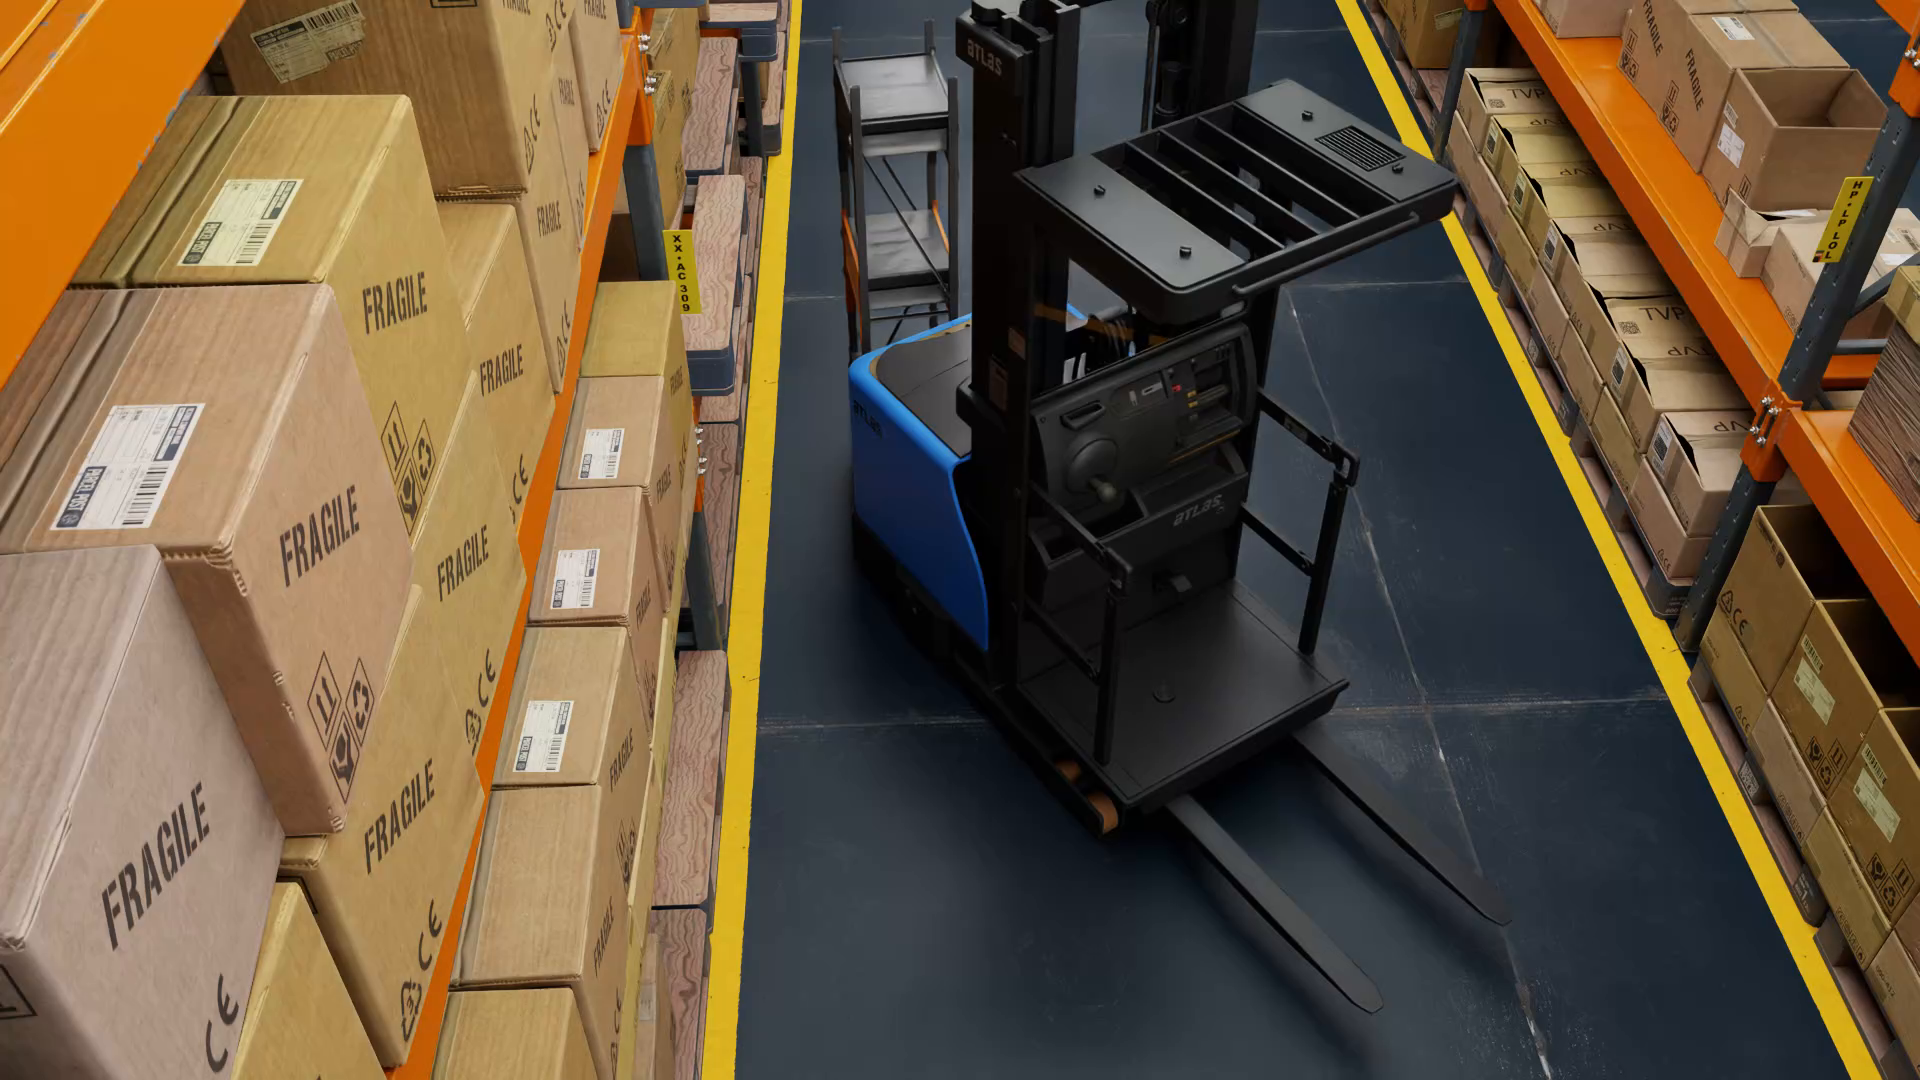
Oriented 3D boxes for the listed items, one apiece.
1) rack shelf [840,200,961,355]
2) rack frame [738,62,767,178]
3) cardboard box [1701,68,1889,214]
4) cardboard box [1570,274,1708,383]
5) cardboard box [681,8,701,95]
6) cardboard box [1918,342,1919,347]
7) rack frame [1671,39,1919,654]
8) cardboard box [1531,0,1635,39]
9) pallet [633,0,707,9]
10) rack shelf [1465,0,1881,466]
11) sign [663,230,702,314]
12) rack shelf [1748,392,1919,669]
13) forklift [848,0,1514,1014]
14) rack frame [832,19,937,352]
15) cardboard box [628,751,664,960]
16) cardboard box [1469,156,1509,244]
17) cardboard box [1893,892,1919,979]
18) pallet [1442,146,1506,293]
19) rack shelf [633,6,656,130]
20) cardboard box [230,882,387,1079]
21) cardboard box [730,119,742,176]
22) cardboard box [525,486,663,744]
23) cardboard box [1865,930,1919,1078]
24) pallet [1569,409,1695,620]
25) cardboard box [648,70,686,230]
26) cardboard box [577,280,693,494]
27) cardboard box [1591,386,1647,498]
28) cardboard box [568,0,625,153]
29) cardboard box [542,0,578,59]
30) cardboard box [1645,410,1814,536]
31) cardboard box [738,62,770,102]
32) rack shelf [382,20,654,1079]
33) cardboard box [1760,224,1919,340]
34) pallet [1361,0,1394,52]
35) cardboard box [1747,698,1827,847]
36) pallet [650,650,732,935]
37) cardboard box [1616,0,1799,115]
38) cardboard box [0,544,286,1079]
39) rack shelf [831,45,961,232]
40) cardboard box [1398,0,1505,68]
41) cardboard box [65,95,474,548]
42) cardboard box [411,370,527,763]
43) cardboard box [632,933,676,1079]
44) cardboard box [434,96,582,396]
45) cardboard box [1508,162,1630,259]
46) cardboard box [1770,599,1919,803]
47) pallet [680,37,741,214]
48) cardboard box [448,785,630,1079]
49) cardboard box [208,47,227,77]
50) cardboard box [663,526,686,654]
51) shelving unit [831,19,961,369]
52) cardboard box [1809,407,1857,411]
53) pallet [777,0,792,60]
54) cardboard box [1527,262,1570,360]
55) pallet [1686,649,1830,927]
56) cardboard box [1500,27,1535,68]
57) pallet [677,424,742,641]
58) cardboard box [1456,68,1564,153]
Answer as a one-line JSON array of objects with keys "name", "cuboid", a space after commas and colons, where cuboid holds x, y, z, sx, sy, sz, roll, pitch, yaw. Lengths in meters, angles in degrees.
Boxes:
[{"name": "rack shelf", "cuboid": [-0.254, -1.068, 7.031, 0.431, 0.518, 0.480, -7, 43, -8]}, {"name": "rack frame", "cuboid": [-1.633, -3.245, 8.720, 1.000, 3.000, 0.127, -2, 43, -2]}, {"name": "cardboard box", "cuboid": [3.447, -1.601, 6.852, 0.500, 0.500, 0.500, 1, 43, 1]}, {"name": "cardboard box", "cuboid": [3.135, -0.990, 7.569, 0.500, 0.311, 0.500, -2, 43, -2]}, {"name": "cardboard box", "cuboid": [-1.528, -2.287, 7.275, 0.700, 0.500, 0.500, -2, 43, -2]}, {"name": "cardboard box", "cuboid": [3.315, -0.609, 5.290, 0.380, 0.149, 0.250, -1, 43, -1]}, {"name": "rack frame", "cuboid": [3.486, -0.689, 5.932, 1.000, 3.000, 0.127, -2, 43, -2]}, {"name": "cardboard box", "cuboid": [3.161, -2.747, 8.243, 0.500, 0.311, 0.500, -2, 43, -2]}, {"name": "pallet", "cuboid": [-1.383, -2.001, 5.282, 1.213, 0.211, 1.003, -2, 43, -2]}, {"name": "rack shelf", "cuboid": [3.401, -1.774, 7.648, 1.077, 0.370, 4.000, -2, 43, -2]}, {"name": "sign", "cuboid": [-0.921, -0.884, 5.504, 0.100, 0.325, 0.005, -2, 43, -2]}, {"name": "rack shelf", "cuboid": [3.571, 0.926, 4.702, 1.077, 0.370, 4.000, -2, 43, -2]}, {"name": "forklift", "cuboid": [0.773, -0.354, 5.617, 1.130, 2.935, 3.031, -24, 48, -24]}, {"name": "rack frame", "cuboid": [-0.300, -1.240, 7.198, 0.400, 2.100, 0.015, -7, 43, -8]}, {"name": "cardboard box", "cuboid": [-1.068, 0.830, 4.371, 0.500, 0.250, 0.500, -1, 43, -1]}, {"name": "cardboard box", "cuboid": [3.067, -1.830, 8.900, 0.500, 0.250, 0.500, -3, 43, -3]}, {"name": "cardboard box", "cuboid": [3.259, 1.228, 5.010, 0.500, 0.500, 0.500, -2, 43, -2]}, {"name": "pallet", "cuboid": [3.312, -1.805, 9.212, 1.003, 0.211, 1.213, -2, 43, -2]}, {"name": "rack shelf", "cuboid": [-1.548, -2.735, 6.476, 1.077, 0.370, 4.000, -2, 43, -2]}, {"name": "cardboard box", "cuboid": [-1.058, 0.773, 2.028, 0.500, 0.500, 0.500, -1, 43, -1]}, {"name": "cardboard box", "cuboid": [-1.550, -2.001, 8.887, 0.700, 0.500, 0.500, -1, 43, -1]}, {"name": "cardboard box", "cuboid": [-1.097, 0.214, 4.487, 0.500, 0.500, 0.500, -3, 43, -3]}, {"name": "cardboard box", "cuboid": [3.262, 1.504, 5.263, 0.500, 0.250, 0.500, -2, 43, -2]}, {"name": "pallet", "cuboid": [3.416, -0.158, 7.415, 1.003, 0.211, 1.213, -2, 43, -2]}, {"name": "cardboard box", "cuboid": [-1.467, -1.466, 6.379, 0.700, 0.500, 0.500, 2, 43, 3]}, {"name": "cardboard box", "cuboid": [-1.134, -0.463, 5.226, 0.500, 0.500, 0.500, -2, 43, -2]}, {"name": "cardboard box", "cuboid": [3.159, -0.444, 7.388, 0.500, 0.250, 0.500, -2, 43, -2]}, {"name": "cardboard box", "cuboid": [-1.195, -1.359, 4.354, 0.500, 0.500, 0.500, -1, 43, -1]}, {"name": "cardboard box", "cuboid": [-1.137, -1.361, 3.616, 0.500, 0.500, 0.500, 0, 43, 1]}, {"name": "cardboard box", "cuboid": [3.182, -0.302, 6.819, 0.500, 0.311, 0.500, -2, 43, -2]}, {"name": "cardboard box", "cuboid": [-1.533, -3.108, 9.850, 0.750, 0.750, 0.750, -2, 43, -2]}, {"name": "rack shelf", "cuboid": [-1.378, -0.035, 3.530, 1.077, 0.370, 4.000, -2, 43, -2]}, {"name": "cardboard box", "cuboid": [3.421, -0.965, 6.344, 0.500, 0.250, 0.500, 1, 43, 1]}, {"name": "pallet", "cuboid": [3.273, -3.688, 11.267, 1.003, 0.211, 1.213, -2, 43, -2]}, {"name": "cardboard box", "cuboid": [3.219, 0.829, 5.999, 0.500, 0.250, 0.500, -2, 43, -2]}, {"name": "pallet", "cuboid": [-1.399, 0.936, 6.223, 1.003, 0.211, 1.213, -2, 43, -2]}, {"name": "cardboard box", "cuboid": [3.404, -2.294, 7.609, 0.500, 0.500, 0.500, -4, 43, -4]}, {"name": "cardboard box", "cuboid": [-1.067, 0.370, 1.727, 0.500, 0.500, 0.500, -4, 43, -5]}, {"name": "rack shelf", "cuboid": [-0.254, -1.584, 6.558, 0.431, 0.518, 0.480, -7, 43, -8]}, {"name": "cardboard box", "cuboid": [3.042, -3.255, 10.255, 0.500, 0.500, 0.500, 0, 43, 0]}, {"name": "cardboard box", "cuboid": [-1.071, -0.316, 2.475, 0.500, 0.500, 0.500, -1, 43, -1]}, {"name": "cardboard box", "cuboid": [-1.071, 0.059, 2.807, 0.500, 0.500, 0.500, 0, 43, 0]}, {"name": "cardboard box", "cuboid": [-1.238, 1.564, 4.998, 0.700, 0.500, 0.500, -4, 43, -4]}, {"name": "cardboard box", "cuboid": [-1.125, -0.646, 3.576, 0.500, 0.500, 0.500, -3, 43, -3]}, {"name": "cardboard box", "cuboid": [3.095, -1.677, 8.318, 0.500, 0.311, 0.500, -3, 43, -3]}, {"name": "cardboard box", "cuboid": [3.222, 0.552, 5.746, 0.500, 0.500, 0.500, -2, 43, -2]}, {"name": "pallet", "cuboid": [-1.508, -1.839, 7.328, 1.003, 0.211, 1.213, -2, 43, -2]}, {"name": "cardboard box", "cuboid": [-1.040, 0.913, 3.724, 0.500, 0.500, 0.500, -3, 43, -3]}, {"name": "cardboard box", "cuboid": [-1.678, -1.002, 3.964, 0.500, 0.500, 0.500, 0, 43, 0]}, {"name": "cardboard box", "cuboid": [-1.127, 0.151, 5.111, 0.500, 0.250, 0.500, -1, 43, -2]}, {"name": "shelving unit", "cuboid": [-0.254, -1.078, 7.022, 0.431, 2.100, 0.503, -7, 43, -8]}, {"name": "cardboard box", "cuboid": [3.717, -0.323, 6.842, 0.500, 0.311, 0.500, -2, 43, -2]}, {"name": "pallet", "cuboid": [-1.640, -3.573, 11.142, 1.003, 0.211, 1.213, -2, 43, -2]}, {"name": "cardboard box", "cuboid": [3.117, -1.133, 8.139, 0.500, 0.250, 0.500, -1, 43, -1]}, {"name": "pallet", "cuboid": [3.478, 0.877, 6.287, 1.003, 0.211, 1.213, -2, 43, -2]}, {"name": "cardboard box", "cuboid": [3.582, -2.946, 9.918, 0.500, 0.500, 0.500, 0, 43, 0]}, {"name": "pallet", "cuboid": [-1.498, -0.042, 7.290, 1.003, 0.211, 1.213, -2, 43, -2]}, {"name": "cardboard box", "cuboid": [3.045, -2.376, 9.081, 0.500, 0.311, 0.500, 0, 43, 0]}]
